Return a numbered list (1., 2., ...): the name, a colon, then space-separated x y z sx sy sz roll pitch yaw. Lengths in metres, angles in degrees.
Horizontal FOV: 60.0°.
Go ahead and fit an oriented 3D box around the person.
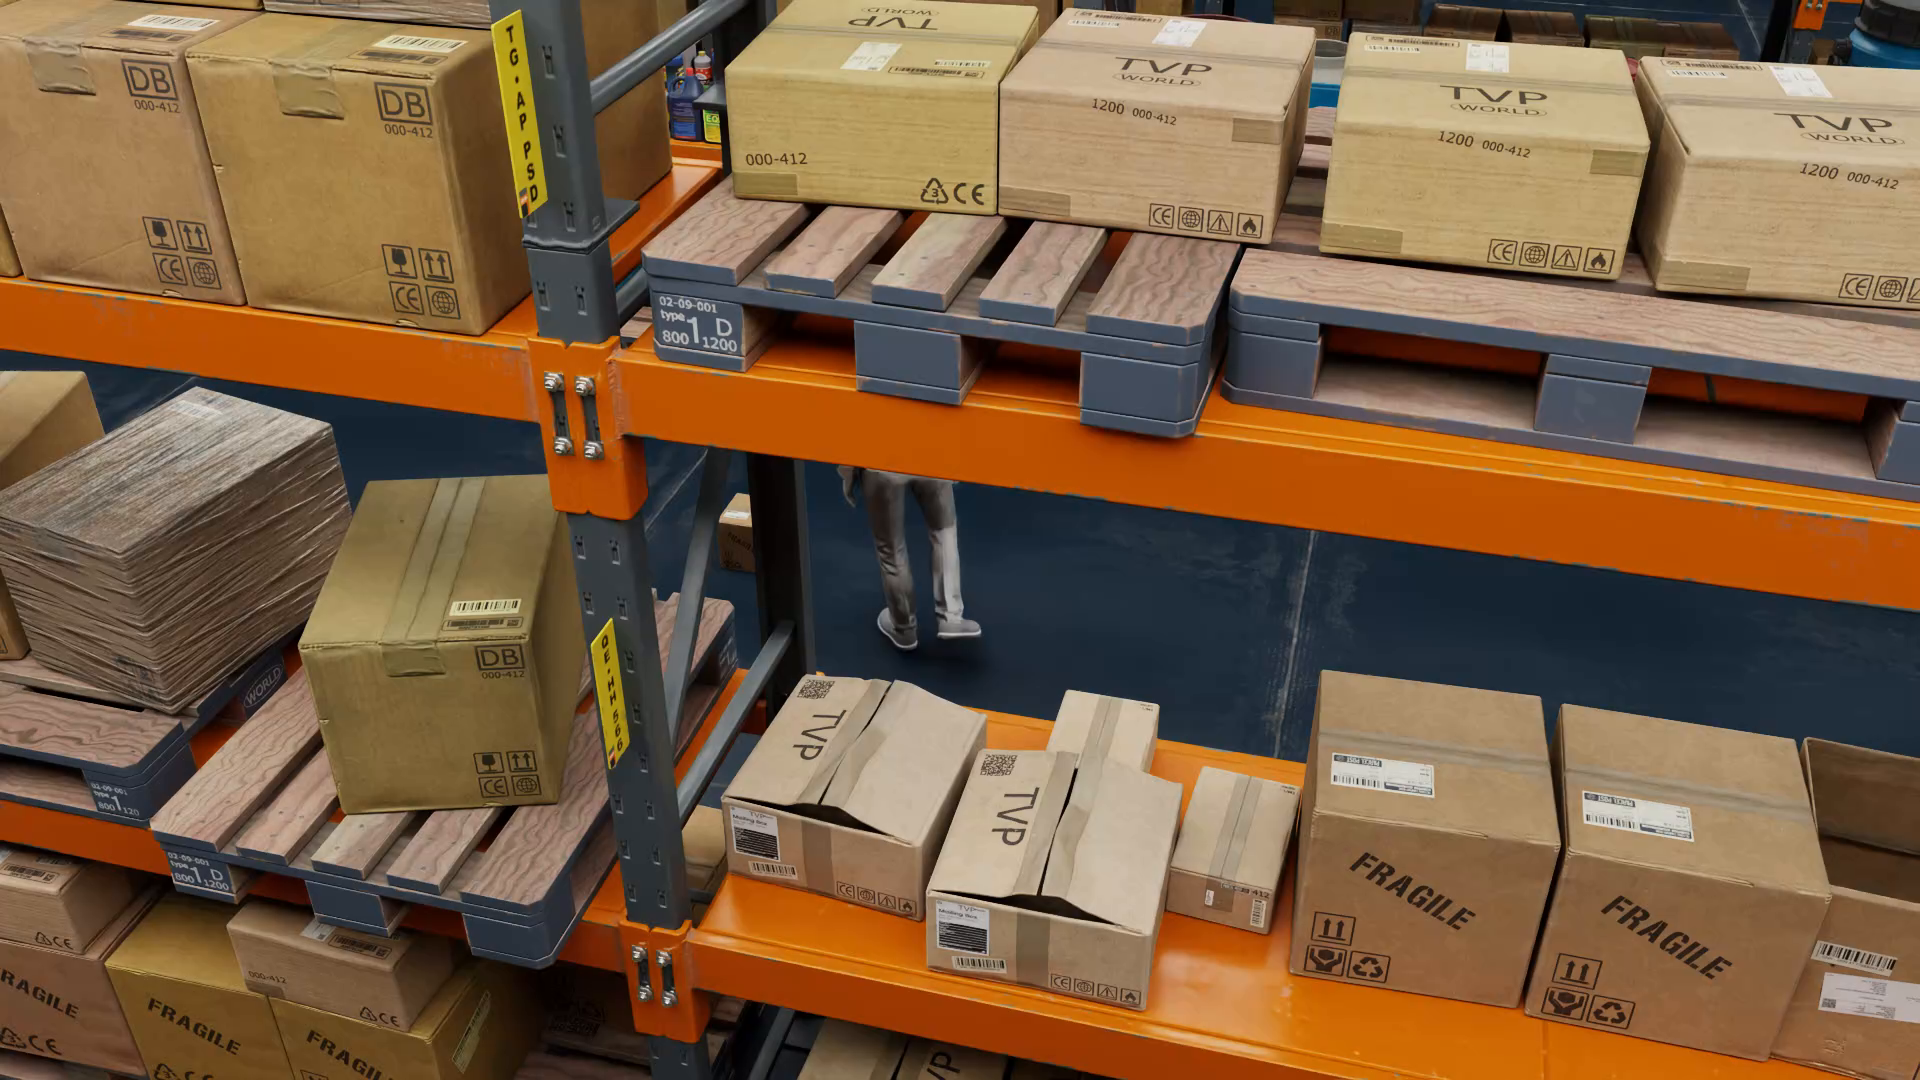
1. person: -0.202 -0.250 6.500 0.541 1.666 0.514 -9 34 -14
